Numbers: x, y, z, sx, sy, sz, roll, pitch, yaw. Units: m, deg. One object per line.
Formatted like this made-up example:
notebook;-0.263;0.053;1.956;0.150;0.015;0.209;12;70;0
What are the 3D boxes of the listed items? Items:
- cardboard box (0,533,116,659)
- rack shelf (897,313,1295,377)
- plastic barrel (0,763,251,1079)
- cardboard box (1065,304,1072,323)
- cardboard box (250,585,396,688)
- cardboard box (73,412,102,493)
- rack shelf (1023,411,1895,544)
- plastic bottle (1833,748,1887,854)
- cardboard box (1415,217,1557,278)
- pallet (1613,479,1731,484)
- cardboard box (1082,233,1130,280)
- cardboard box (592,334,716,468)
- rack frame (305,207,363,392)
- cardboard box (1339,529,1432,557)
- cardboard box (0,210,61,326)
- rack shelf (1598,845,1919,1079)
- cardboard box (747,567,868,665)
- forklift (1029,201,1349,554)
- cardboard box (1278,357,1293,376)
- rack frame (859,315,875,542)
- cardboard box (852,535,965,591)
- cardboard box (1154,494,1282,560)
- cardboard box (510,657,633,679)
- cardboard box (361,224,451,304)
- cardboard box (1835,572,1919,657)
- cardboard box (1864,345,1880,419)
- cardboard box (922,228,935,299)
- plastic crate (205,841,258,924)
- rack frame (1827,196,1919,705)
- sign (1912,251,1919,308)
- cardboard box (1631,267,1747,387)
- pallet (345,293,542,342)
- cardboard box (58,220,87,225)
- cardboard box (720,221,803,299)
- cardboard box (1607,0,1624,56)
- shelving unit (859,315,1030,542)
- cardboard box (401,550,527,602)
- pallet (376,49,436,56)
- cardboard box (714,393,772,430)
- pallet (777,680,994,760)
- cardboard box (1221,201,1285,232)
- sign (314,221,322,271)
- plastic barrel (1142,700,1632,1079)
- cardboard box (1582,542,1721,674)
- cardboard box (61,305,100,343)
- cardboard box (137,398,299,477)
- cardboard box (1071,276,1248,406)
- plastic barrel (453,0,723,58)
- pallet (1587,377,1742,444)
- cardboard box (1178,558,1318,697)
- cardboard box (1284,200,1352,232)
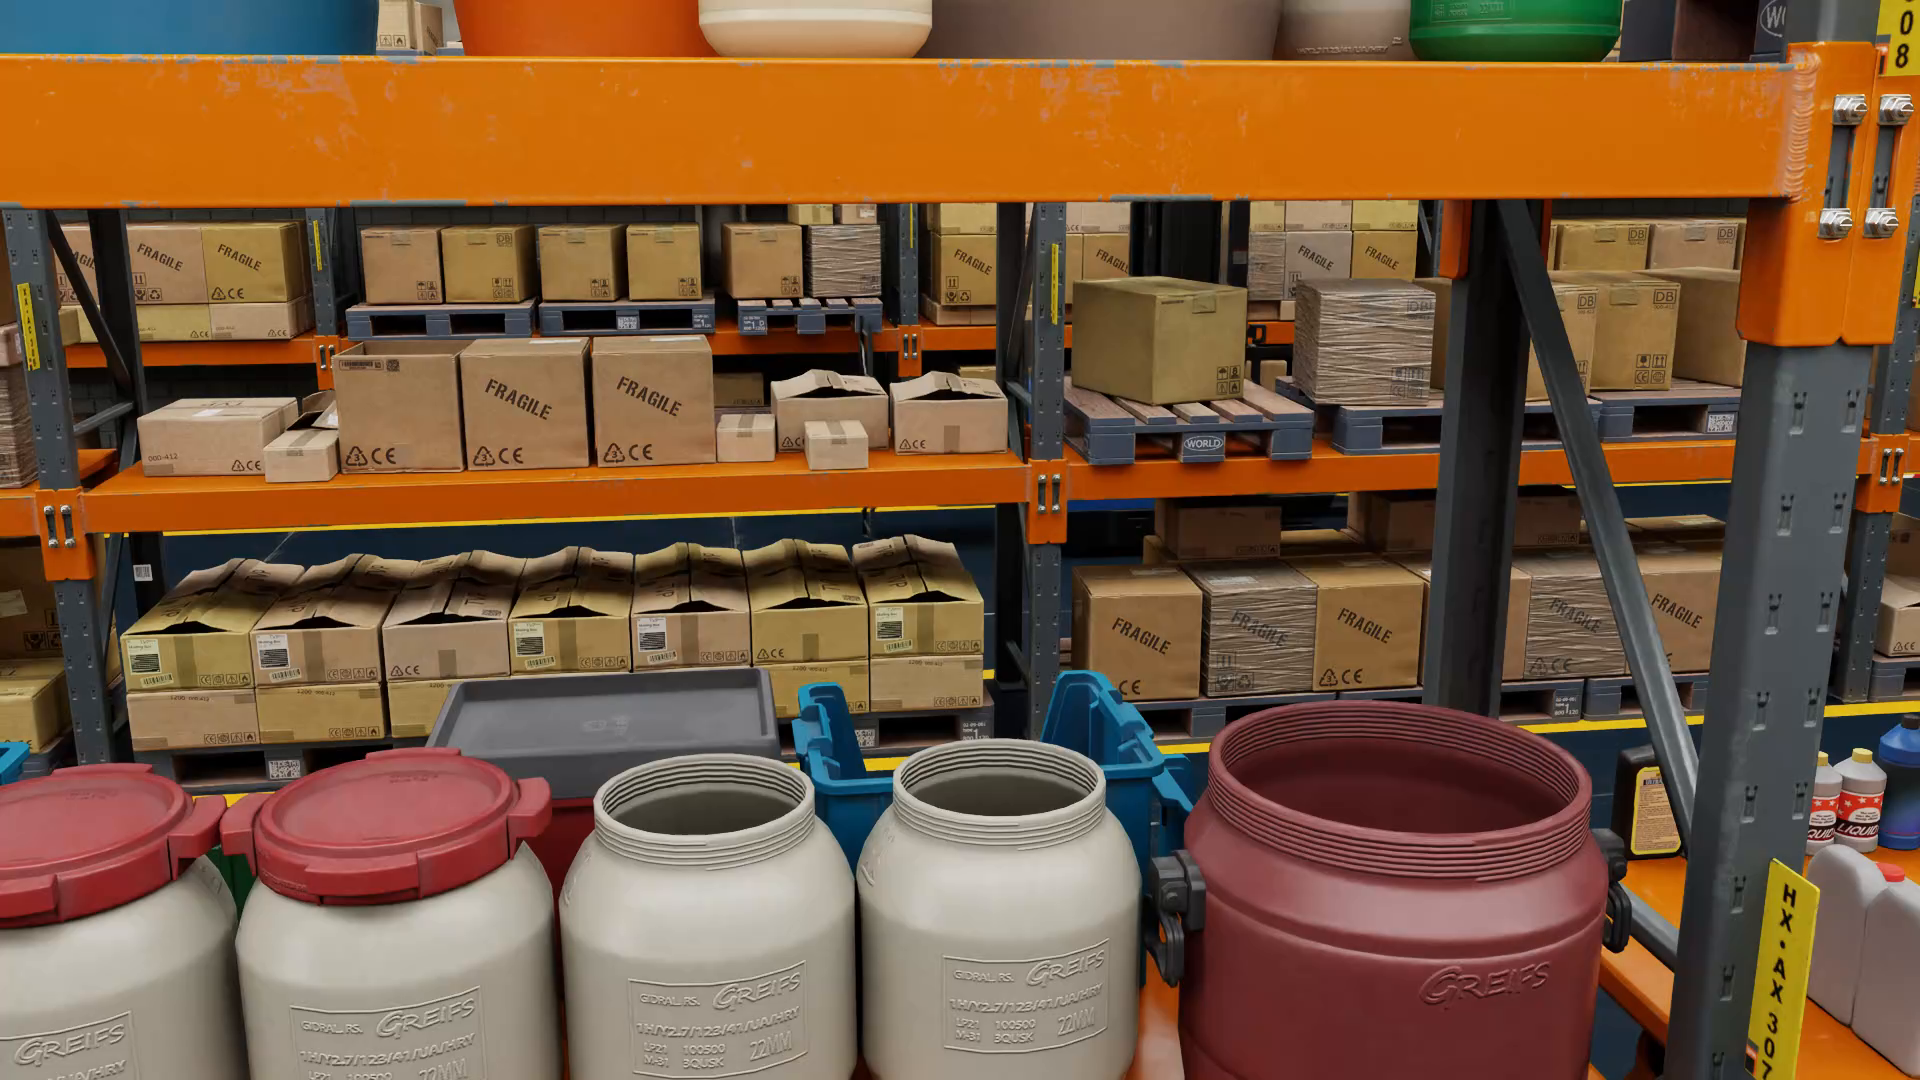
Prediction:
cardboard box;-4.153;0.217;7.436;0.500;0.500;0.500;-2;14;-8
rack shelf;1.544;-1.550;12.716;4.000;0.370;1.077;-2;14;-8
plastic barrel;-1.209;0.627;2.277;0.433;0.535;0.433;0;14;0
cardboard box;0.682;-1.706;12.333;0.250;0.149;0.380;-2;14;-9
cardboard box;-2.706;0.396;7.114;0.500;0.311;0.500;-2;14;-9
cardboard box;-6.351;-0.576;11.588;0.500;0.500;0.700;-3;14;-12
rack shelf;2.285;-0.359;7.965;4.000;0.370;1.077;-2;14;-8
plastic bottle;1.820;0.524;3.376;0.097;0.201;0.097;0;14;0
cardboard box;4.060;-2.133;12.944;0.700;0.700;0.980;-2;14;-7
pallet;5.494;-0.673;13.471;1.213;0.211;1.003;-2;14;-8
cardboard box;1.095;-2.020;12.251;0.500;0.500;0.500;-2;14;-9
cardboard box;-1.349;-0.619;7.319;0.500;0.500;0.500;-3;14;-11
rack frame;-4.389;-1.682;11.762;0.127;3.000;1.000;-2;14;-8
cardboard box;2.227;0.234;8.356;0.500;0.500;0.500;-3;14;-10
cardboard box;-4.086;-1.151;6.771;0.500;0.500;0.700;-2;14;-8
rack shelf;3.020;0.833;3.214;4.000;0.370;1.077;-2;14;-8
cardboard box;-0.687;0.321;7.411;0.500;0.311;0.500;-2;14;-9
forklift;1.914;-1.484;11.113;3.031;2.935;1.130;-3;14;-10
cardboard box;2.898;-1.078;12.909;0.750;0.750;0.750;-2;14;-8
rack frame;-0.610;-0.701;10.933;0.032;1.500;0.500;-2;14;-10
cardboard box;-0.254;0.171;8.010;0.500;0.311;0.500;-2;14;-6
cardboard box;1.253;-0.093;8.121;0.500;0.250;0.500;-2;14;-6
cardboard box;-1.691;0.629;7.338;0.500;0.250;0.500;-2;14;-7
cardboard box;-3.881;-1.954;11.737;0.500;0.500;0.700;-2;14;-8
cardboard box;4.710;0.347;8.294;0.500;0.311;0.500;-2;14;-8
cardboard box;4.719;-0.909;8.473;0.500;0.500;0.500;-2;14;-7
cardboard box;-0.006;-2.110;12.610;0.500;0.500;0.500;-2;14;-8
plastic crate;-1.233;0.673;2.808;0.662;0.188;0.450;-2;14;-8
rack frame;4.263;-0.780;8.167;0.127;3.000;1.000;-2;14;-8
sign;4.349;-1.209;7.494;0.005;0.325;0.100;-2;14;-8
cardboard box;3.761;-1.069;8.250;0.500;0.500;0.700;-7;16;-27
pallet;-3.612;-1.581;11.756;1.213;0.211;1.003;-2;14;-8
cardboard box;-6.403;-1.960;11.595;0.500;0.500;0.500;-2;14;-8
cardboard box;-1.446;-2.042;12.090;0.500;0.500;0.700;-3;14;-14
cardboard box;3.096;-2.506;7.606;0.600;0.600;0.600;-2;14;-9
shelving unit;-0.110;-0.722;11.019;1.048;1.500;0.538;-2;14;-10
cardboard box;-2.283;0.246;7.711;0.500;0.311;0.500;-2;14;-8
pallet;-2.777;-1.888;6.809;1.217;0.209;0.805;-3;14;-11
cardboard box;-1.665;-0.798;12.473;0.500;0.500;0.700;-2;14;-8
pallet;-0.512;0.738;7.847;1.213;0.211;1.003;-2;14;-8
cardboard box;2.086;-2.425;12.324;0.500;0.250;0.500;-2;14;-7
sign;-4.301;-1.971;11.137;0.005;0.325;0.100;-2;14;-8
plastic barrel;0.628;0.580;2.463;0.708;0.536;0.600;-2;14;-8
cardboard box;3.328;0.321;8.008;0.500;0.500;0.500;-2;14;-8
cardboard box;-5.802;-1.491;11.267;0.500;0.250;0.500;-2;14;-9
cardboard box;-3.167;-0.446;7.142;0.500;0.250;0.500;-1;14;-5
cardboard box;0.914;-0.937;7.725;0.500;0.500;0.700;-7;16;-27
plastic barrel;-0.449;-1.106;2.415;0.708;0.830;0.600;-2;14;-8
pallet;3.457;-0.684;8.180;1.213;0.211;1.003;-2;14;-8
cardboard box;1.317;0.396;7.712;0.500;0.500;0.500;-3;14;-10
cardboard box;2.591;-2.443;12.398;0.500;0.250;0.500;-2;14;-7
